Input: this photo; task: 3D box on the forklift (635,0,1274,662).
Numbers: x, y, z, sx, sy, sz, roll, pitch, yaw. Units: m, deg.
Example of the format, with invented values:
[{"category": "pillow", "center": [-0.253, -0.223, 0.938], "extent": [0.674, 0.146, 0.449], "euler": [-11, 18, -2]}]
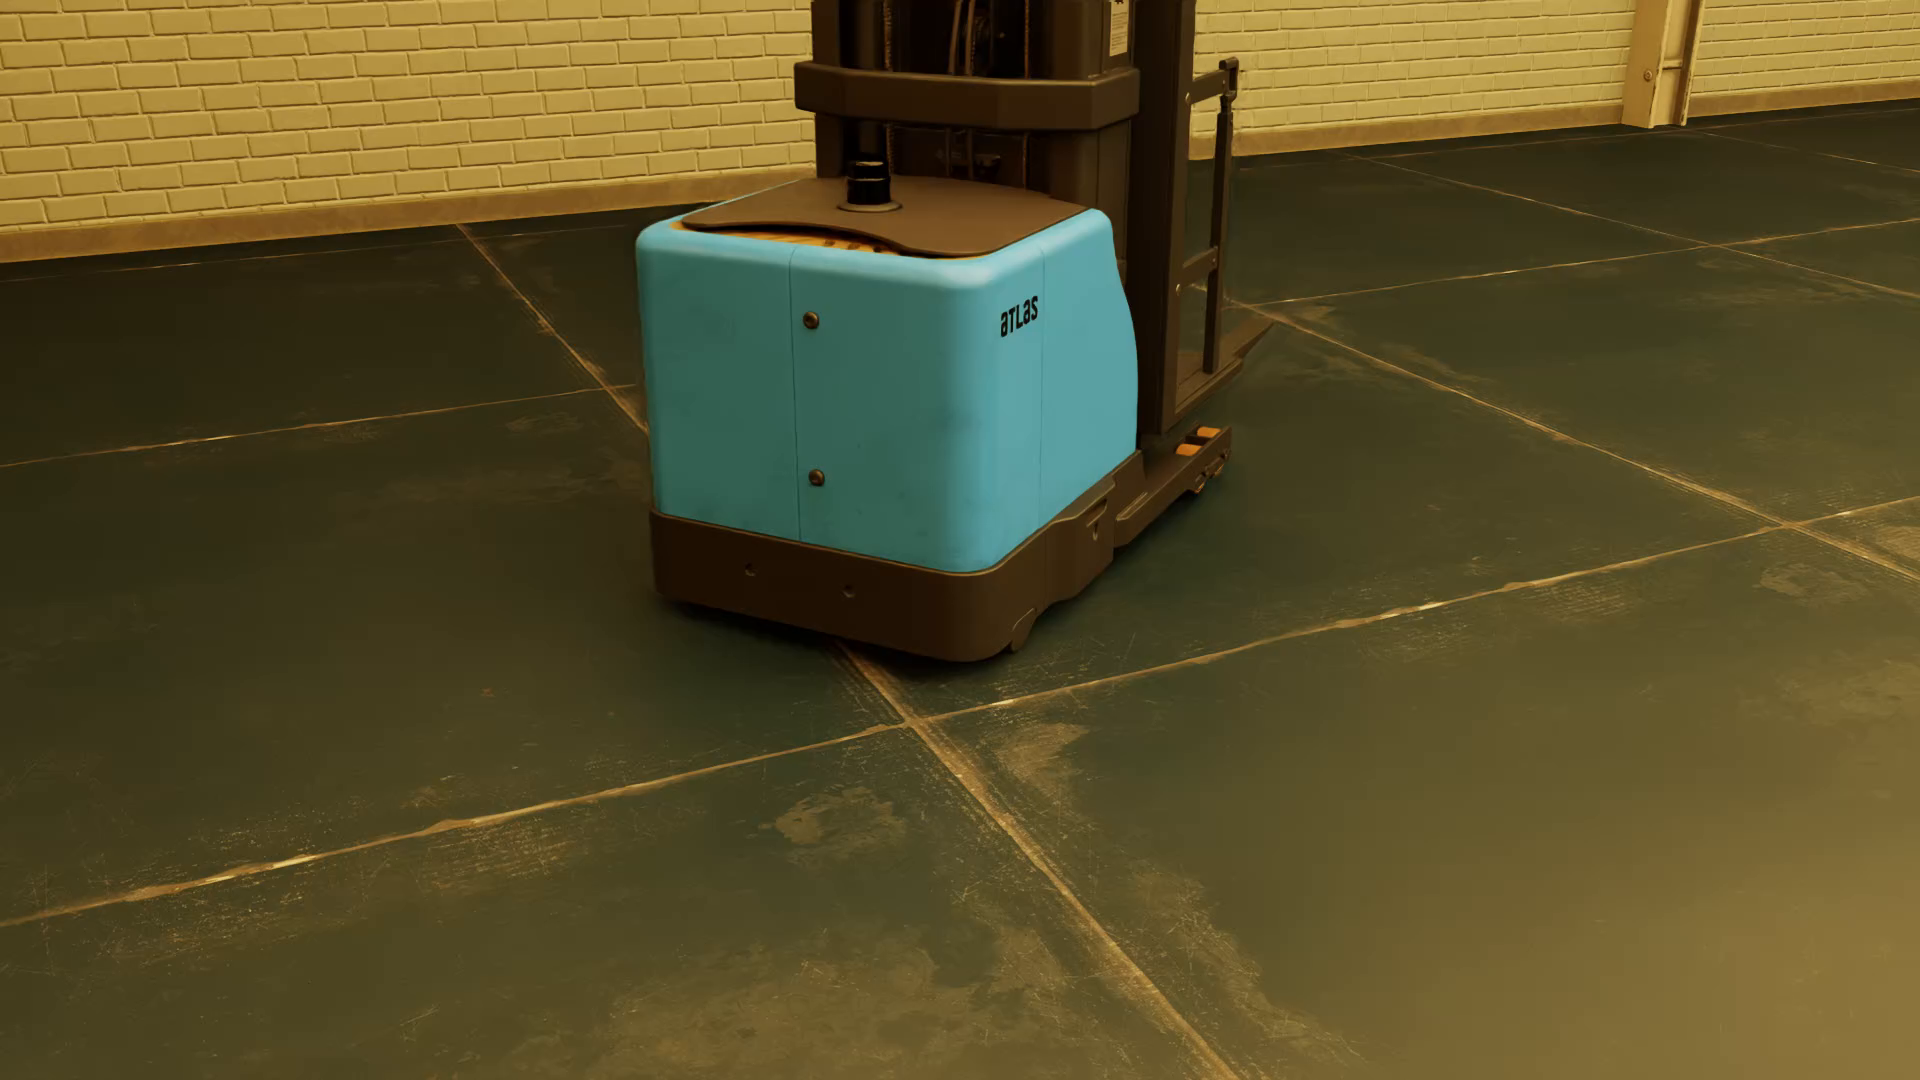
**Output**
[{"category": "forklift", "center": [0.270, -1.574, 5.075], "extent": [1.130, 2.935, 3.031], "euler": [11, 25, 25]}]
